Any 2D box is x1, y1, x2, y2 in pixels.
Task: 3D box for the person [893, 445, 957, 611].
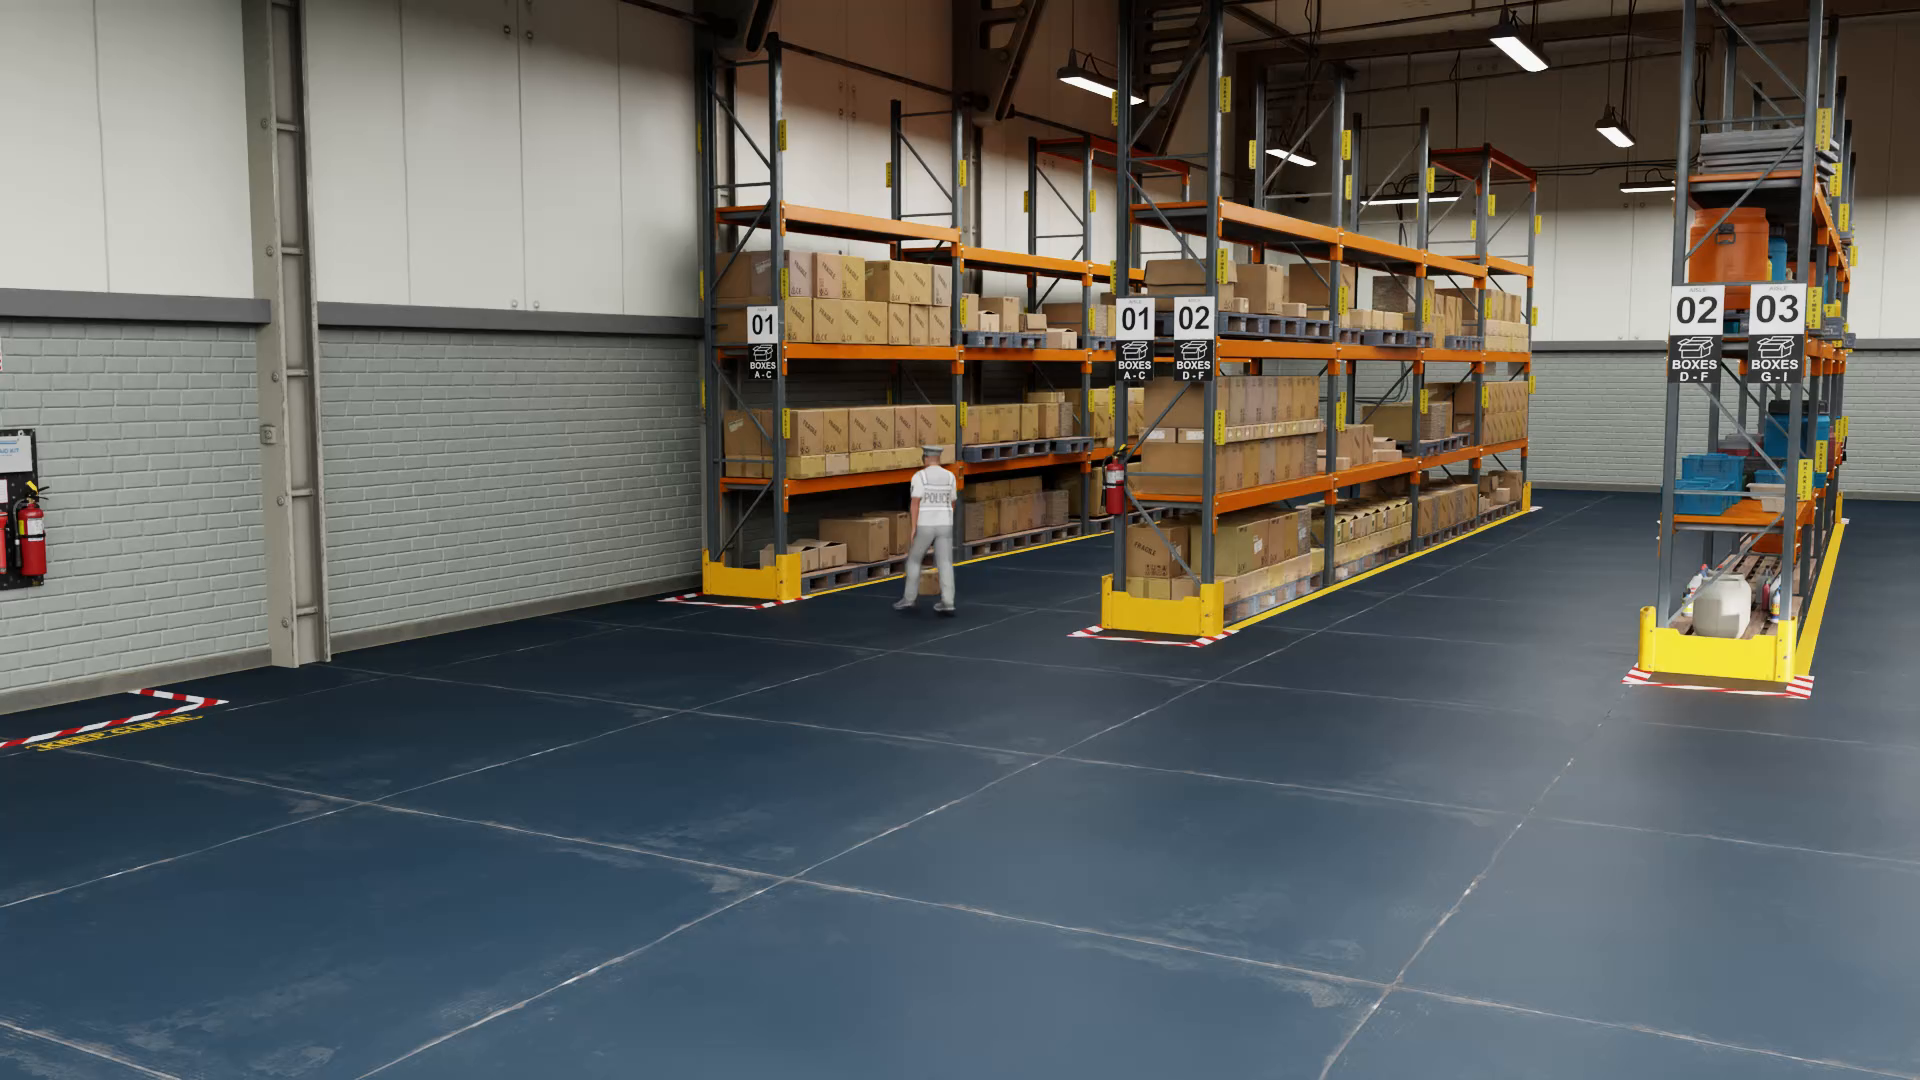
[{"bbox_3d":[-0.314,-0.115,17.332,0.581,1.744,0.832,-2,6,-21],"label":"person"}]
